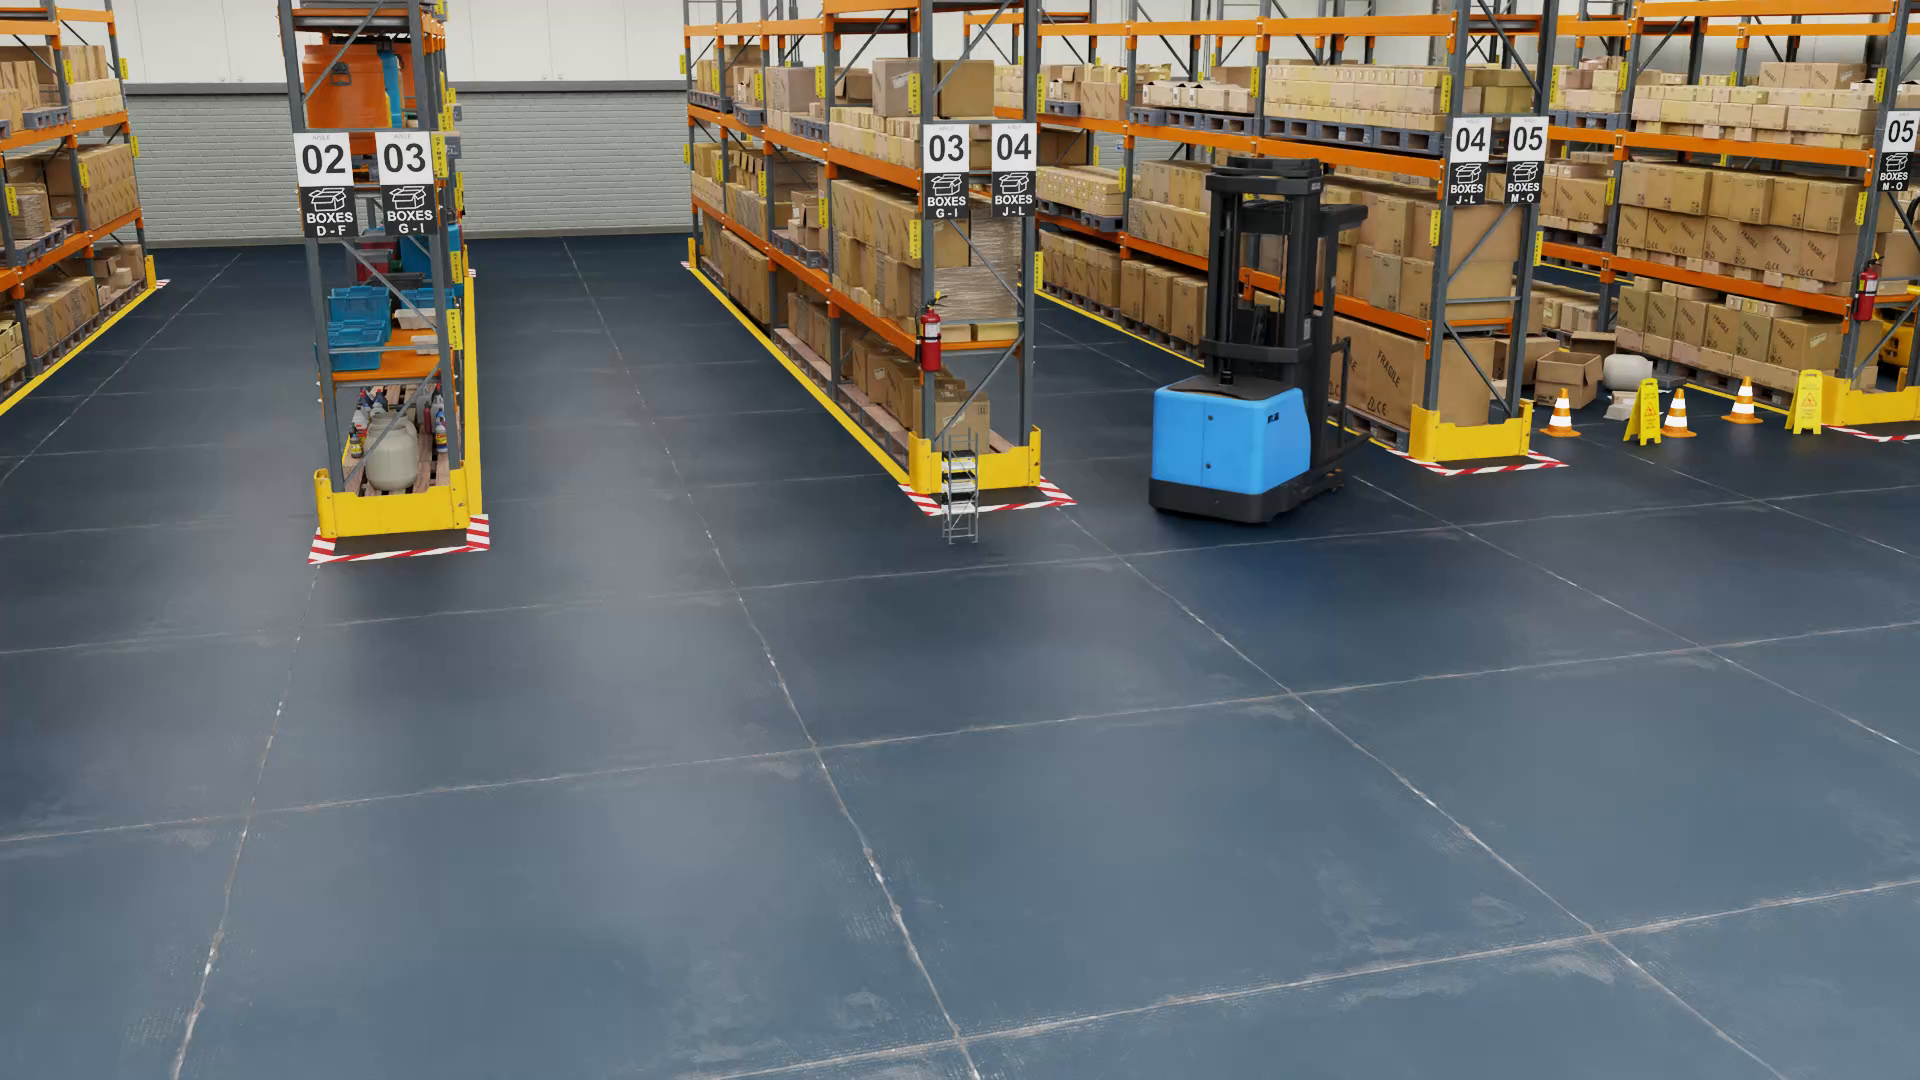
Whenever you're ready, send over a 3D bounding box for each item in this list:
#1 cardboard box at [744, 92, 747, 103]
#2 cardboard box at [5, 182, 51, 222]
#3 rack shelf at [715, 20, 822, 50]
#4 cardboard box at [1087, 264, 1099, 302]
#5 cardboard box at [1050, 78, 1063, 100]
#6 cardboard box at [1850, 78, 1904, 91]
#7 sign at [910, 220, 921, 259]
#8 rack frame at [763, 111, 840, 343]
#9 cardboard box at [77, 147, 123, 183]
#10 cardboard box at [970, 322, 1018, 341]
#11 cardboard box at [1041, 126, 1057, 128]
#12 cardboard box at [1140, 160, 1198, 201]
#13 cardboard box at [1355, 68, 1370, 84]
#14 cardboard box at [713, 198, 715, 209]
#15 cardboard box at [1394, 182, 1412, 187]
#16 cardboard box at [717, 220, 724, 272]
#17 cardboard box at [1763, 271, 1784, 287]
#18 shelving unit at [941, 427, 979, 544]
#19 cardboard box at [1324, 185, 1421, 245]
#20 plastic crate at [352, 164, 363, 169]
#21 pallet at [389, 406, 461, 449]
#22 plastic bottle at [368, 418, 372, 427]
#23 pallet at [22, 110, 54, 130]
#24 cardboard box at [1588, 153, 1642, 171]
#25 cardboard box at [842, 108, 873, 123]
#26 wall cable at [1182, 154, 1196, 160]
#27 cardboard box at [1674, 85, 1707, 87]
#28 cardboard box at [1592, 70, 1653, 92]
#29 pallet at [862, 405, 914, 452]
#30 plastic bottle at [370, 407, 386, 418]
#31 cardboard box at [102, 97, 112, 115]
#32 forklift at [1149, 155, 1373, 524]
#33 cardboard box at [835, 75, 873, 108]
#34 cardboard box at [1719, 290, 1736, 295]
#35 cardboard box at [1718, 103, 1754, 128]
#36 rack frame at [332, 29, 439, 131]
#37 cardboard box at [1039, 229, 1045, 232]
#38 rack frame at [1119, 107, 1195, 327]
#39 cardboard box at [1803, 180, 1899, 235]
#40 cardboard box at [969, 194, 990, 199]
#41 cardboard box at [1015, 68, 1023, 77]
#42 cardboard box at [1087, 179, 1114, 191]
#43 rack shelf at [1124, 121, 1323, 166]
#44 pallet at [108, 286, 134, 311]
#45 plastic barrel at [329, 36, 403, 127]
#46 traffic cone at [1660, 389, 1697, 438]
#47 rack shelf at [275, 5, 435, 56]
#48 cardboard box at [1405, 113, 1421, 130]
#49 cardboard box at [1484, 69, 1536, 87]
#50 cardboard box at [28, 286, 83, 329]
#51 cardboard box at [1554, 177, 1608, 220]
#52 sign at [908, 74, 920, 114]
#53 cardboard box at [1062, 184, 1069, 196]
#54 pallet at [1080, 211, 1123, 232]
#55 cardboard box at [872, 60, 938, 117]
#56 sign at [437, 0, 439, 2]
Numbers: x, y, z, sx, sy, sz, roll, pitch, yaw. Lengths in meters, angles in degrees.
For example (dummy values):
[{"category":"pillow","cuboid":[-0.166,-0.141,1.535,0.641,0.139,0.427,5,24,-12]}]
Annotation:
[{"category":"cardboard box","cuboid":[-2.876,-6.326,23.791,0.380,0.149,0.250,-5,18,-18]},{"category":"cardboard box","cuboid":[-12.751,-4.551,22.484,0.700,0.500,0.500,-12,20,-34]},{"category":"rack shelf","cuboid":[-2.591,-7.016,23.114,1.077,0.370,4.000,-5,17,-15]},{"category":"cardboard box","cuboid":[2.184,-3.800,24.502,0.500,0.500,0.500,-4,17,-13]},{"category":"cardboard box","cuboid":[1.696,-6.932,25.525,0.500,0.311,0.500,-5,17,-16]},{"category":"cardboard box","cuboid":[12.714,-6.233,23.025,0.500,0.311,0.500,-5,18,-17]},{"category":"sign","cuboid":[-0.382,-2.581,14.268,0.100,0.325,0.005,-5,17,-15]},{"category":"rack frame","cuboid":[-2.041,-4.126,21.974,1.000,3.000,0.127,-5,17,-15]},{"category":"cardboard box","cuboid":[-13.093,-5.700,25.300,0.500,0.500,0.500,-4,17,-14]},{"category":"cardboard box","cuboid":[0.308,-1.891,14.969,0.380,0.149,0.250,-5,17,-15]},{"category":"cardboard box","cuboid":[1.361,-6.836,28.567,0.500,0.500,0.500,-5,18,-17]},{"category":"cardboard box","cuboid":[2.869,-4.892,22.612,0.700,0.500,0.500,-5,17,-16]},{"category":"cardboard box","cuboid":[4.186,-4.643,16.627,0.380,0.149,0.250,-5,17,-16]},{"category":"cardboard box","cuboid":[-3.751,-5.384,26.599,0.380,0.149,0.250,-4,17,-14]},{"category":"cardboard box","cuboid":[6.965,-5.333,25.383,0.500,0.250,0.500,-5,17,-17]},{"category":"cardboard box","cuboid":[-3.492,-4.854,27.361,0.875,0.875,0.875,-5,17,-15]},{"category":"cardboard box","cuboid":[9.051,-2.866,18.215,0.380,0.149,0.250,-4,17,-14]},{"category":"shelving unit","cuboid":[-0.002,-0.433,13.330,0.258,0.900,0.210,-5,17,-15]},{"category":"cardboard box","cuboid":[4.355,-3.419,17.482,0.875,0.550,0.500,-5,17,-15]},{"category":"plastic crate","cuboid":[-5.419,-3.454,14.551,0.392,0.384,0.575,-5,17,-15]},{"category":"pallet","cuboid":[-5.560,-1.104,16.759,1.003,0.211,1.213,-5,17,-15]},{"category":"plastic bottle","cuboid":[-5.472,-0.985,15.475,0.061,0.283,0.133,-5,17,-15]},{"category":"pallet","cuboid":[-12.267,-5.324,21.076,1.213,0.211,1.003,-5,17,-15]},{"category":"cardboard box","cuboid":[11.219,-6.364,28.520,0.700,0.500,0.500,-5,17,-15]},{"category":"cardboard box","cuboid":[-1.010,-4.393,17.216,0.380,0.149,0.250,-6,18,-18]},{"category":"wall cable","cuboid":[5.077,-9.282,37.374,0.588,1.984,0.122,-5,17,-15]},{"category":"cardboard box","cuboid":[8.883,-5.431,20.155,0.380,0.149,0.250,-4,17,-14]},{"category":"cardboard box","cuboid":[8.304,-5.759,20.857,0.500,0.250,0.500,-4,17,-14]},{"category":"pallet","cuboid":[-0.385,-1.163,16.957,1.003,0.211,1.213,-5,17,-15]},{"category":"plastic bottle","cuboid":[-5.577,-1.127,15.960,0.152,0.276,0.135,-5,17,-15]},{"category":"cardboard box","cuboid":[-13.094,-6.524,25.003,0.500,0.250,0.500,-5,17,-15]},{"category":"forklift","cuboid":[2.863,-1.906,14.704,1.130,2.935,3.031,11,20,33]},{"category":"cardboard box","cuboid":[-0.976,-4.845,18.243,0.797,0.503,0.637,-6,18,-18]},{"category":"cardboard box","cuboid":[9.148,-2.764,20.184,0.500,0.500,0.500,-4,17,-14]},{"category":"cardboard box","cuboid":[8.861,-4.746,18.568,0.500,0.250,0.500,-5,17,-15]},{"category":"rack frame","cuboid":[-5.704,-5.501,16.124,1.000,3.000,0.127,-5,17,-15]},{"category":"cardboard box","cuboid":[1.291,-5.415,29.457,0.380,0.149,0.250,-4,17,-13]},{"category":"rack frame","cuboid":[2.755,-4.490,23.187,1.000,3.000,0.127,-5,17,-15]},{"category":"cardboard box","cuboid":[9.335,-3.490,17.428,0.700,0.500,0.500,-5,17,-17]},{"category":"cardboard box","cuboid":[-0.001,-3.033,15.907,0.500,0.500,0.500,-5,17,-15]},{"category":"cardboard box","cuboid":[1.117,-7.593,27.002,0.380,0.149,0.250,-5,17,-15]},{"category":"cardboard box","cuboid":[2.041,-5.097,23.881,0.380,0.149,0.250,-4,17,-14]},{"category":"rack shelf","cuboid":[3.305,-5.029,21.017,1.077,0.370,4.000,-5,17,-15]},{"category":"pallet","cuboid":[-13.193,-3.643,25.213,1.003,0.211,1.213,-5,17,-15]},{"category":"plastic barrel","cuboid":[-5.534,-4.222,15.479,0.600,0.901,0.708,-5,17,-15]},{"category":"traffic cone","cuboid":[7.353,-1.317,17.032,0.336,0.463,0.334,-5,17,-15]},{"category":"rack shelf","cuboid":[-5.155,-4.412,14.444,1.077,0.370,4.000,-5,17,-15]},{"category":"cardboard box","cuboid":[4.468,-3.978,15.799,0.380,0.149,0.250,-5,17,-15]},{"category":"cardboard box","cuboid":[5.168,-4.342,15.626,0.380,0.149,0.250,-5,17,-15]},{"category":"cardboard box","cuboid":[-11.990,-3.074,22.052,0.500,0.500,0.500,-4,17,-15]},{"category":"cardboard box","cuboid":[8.101,-4.441,21.603,0.500,0.500,0.500,-5,17,-15]},{"category":"sign","cuboid":[-0.382,-3.736,13.921,0.100,0.325,0.005,-5,17,-15]},{"category":"cardboard box","cuboid":[1.754,-5.242,24.880,0.380,0.149,0.250,-5,17,-16]},{"category":"pallet","cuboid":[2.457,-4.587,23.843,1.213,0.211,1.003,-5,17,-15]},{"category":"cardboard box","cuboid":[-0.512,-4.188,15.408,0.500,0.500,0.500,-5,17,-15]},{"category":"sign","cuboid":[-5.172,-5.442,16.289,0.100,0.325,0.005,-5,17,-15]}]
